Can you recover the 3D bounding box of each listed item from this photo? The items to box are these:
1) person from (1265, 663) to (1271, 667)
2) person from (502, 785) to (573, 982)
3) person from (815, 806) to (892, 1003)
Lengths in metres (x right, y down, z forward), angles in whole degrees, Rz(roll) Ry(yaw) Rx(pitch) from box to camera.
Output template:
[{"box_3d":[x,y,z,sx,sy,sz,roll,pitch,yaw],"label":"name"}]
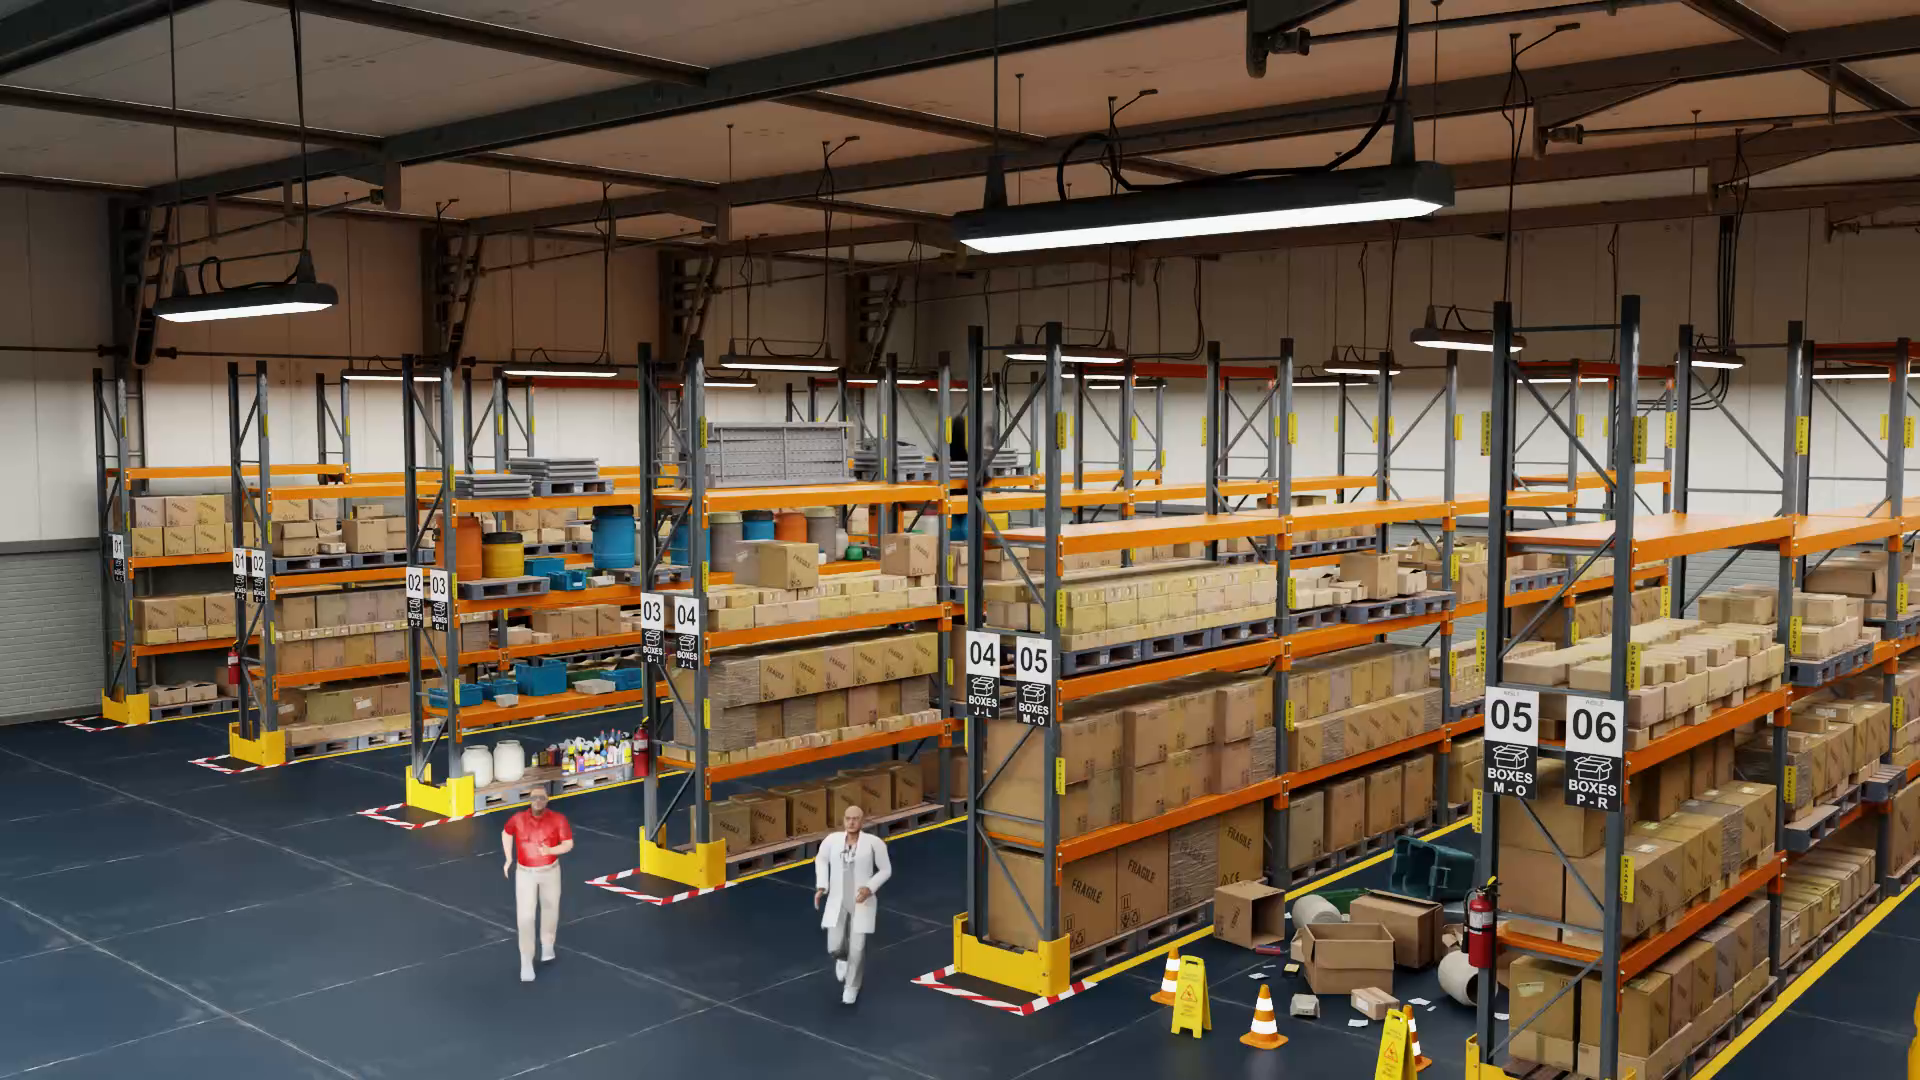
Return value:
[{"box_3d":[4.273,2.606,22.790,0.639,1.845,0.783,3,5,35],"label":"person"},{"box_3d":[-3.924,3.183,15.481,0.633,1.791,0.776,-1,4,-16],"label":"person"},{"box_3d":[-0.964,3.223,14.755,0.717,1.733,0.637,1,4,8],"label":"person"}]
